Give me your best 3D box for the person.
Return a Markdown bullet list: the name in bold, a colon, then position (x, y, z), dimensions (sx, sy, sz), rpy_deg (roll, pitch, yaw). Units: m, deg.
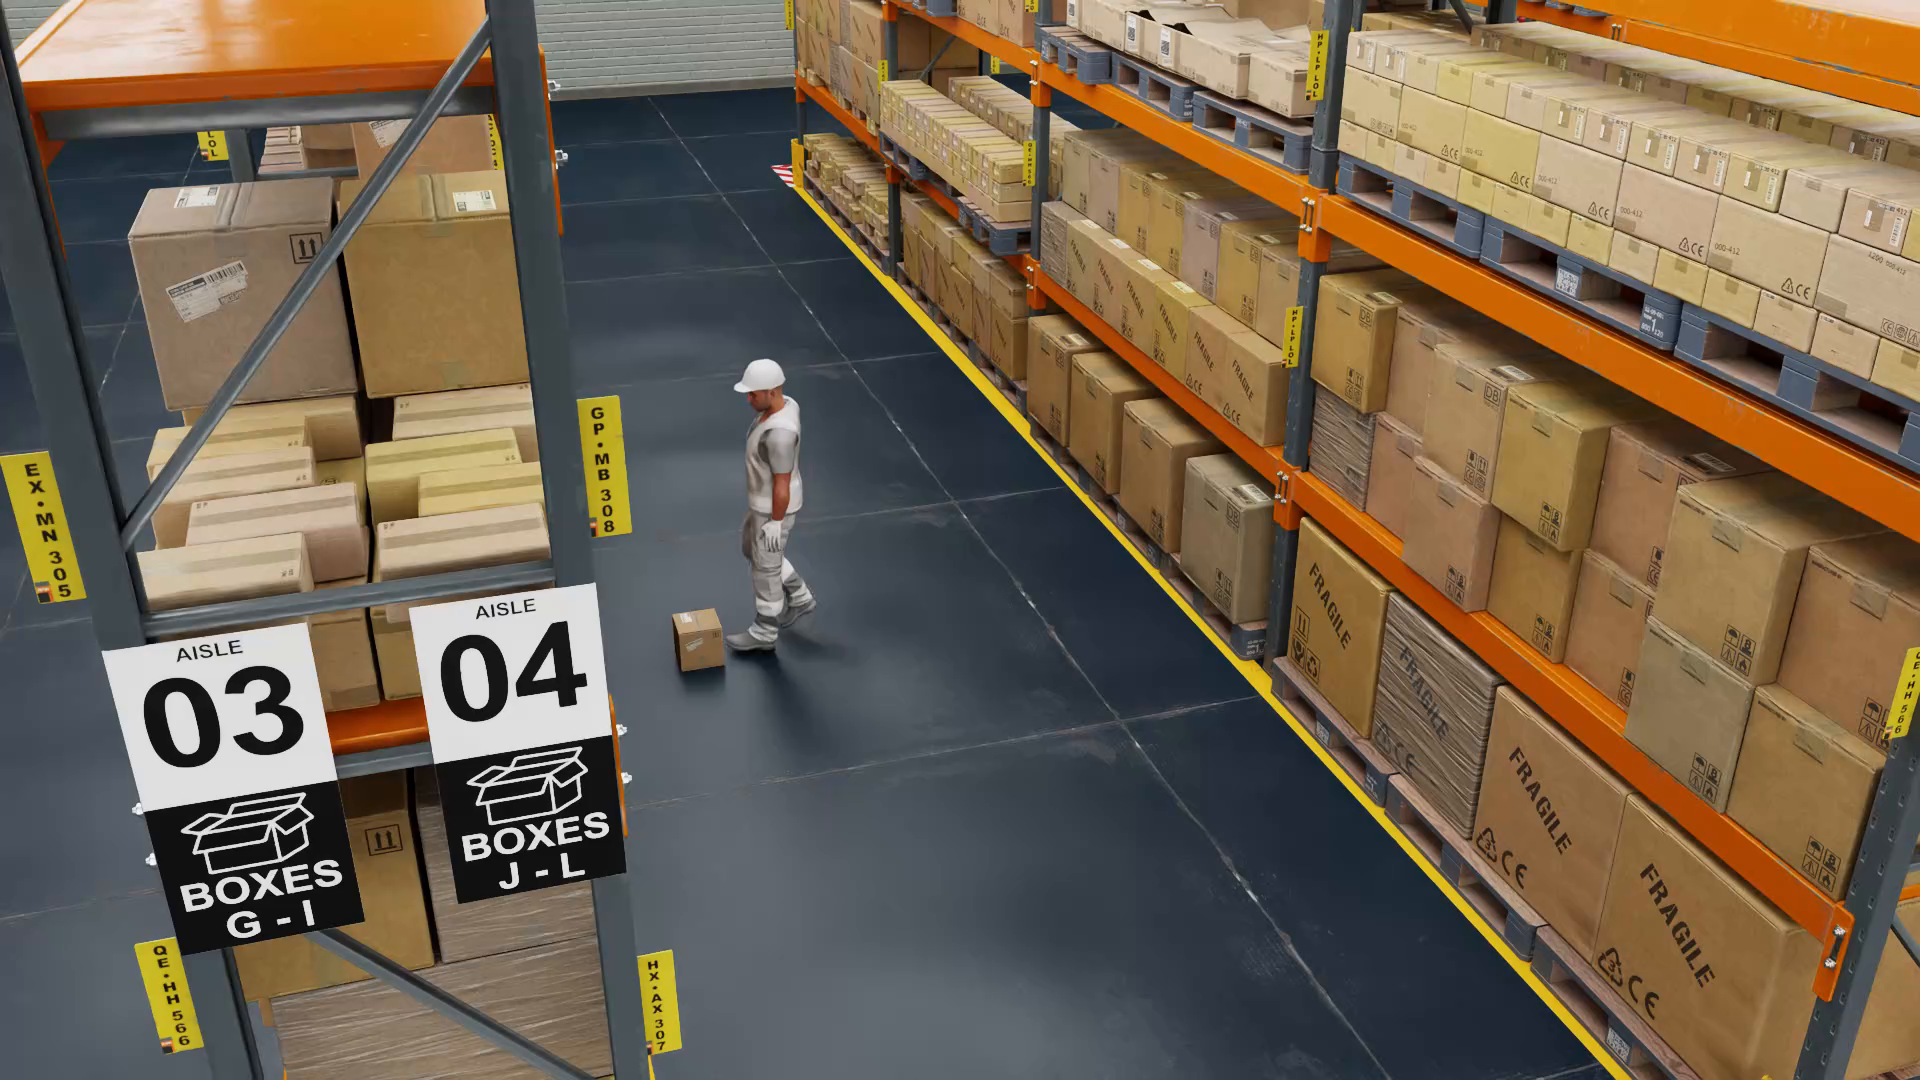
- **person**: position (-1.110, -0.190, 9.430), dimensions (0.554, 1.785, 0.577), rpy_deg (-2, 26, -5)
